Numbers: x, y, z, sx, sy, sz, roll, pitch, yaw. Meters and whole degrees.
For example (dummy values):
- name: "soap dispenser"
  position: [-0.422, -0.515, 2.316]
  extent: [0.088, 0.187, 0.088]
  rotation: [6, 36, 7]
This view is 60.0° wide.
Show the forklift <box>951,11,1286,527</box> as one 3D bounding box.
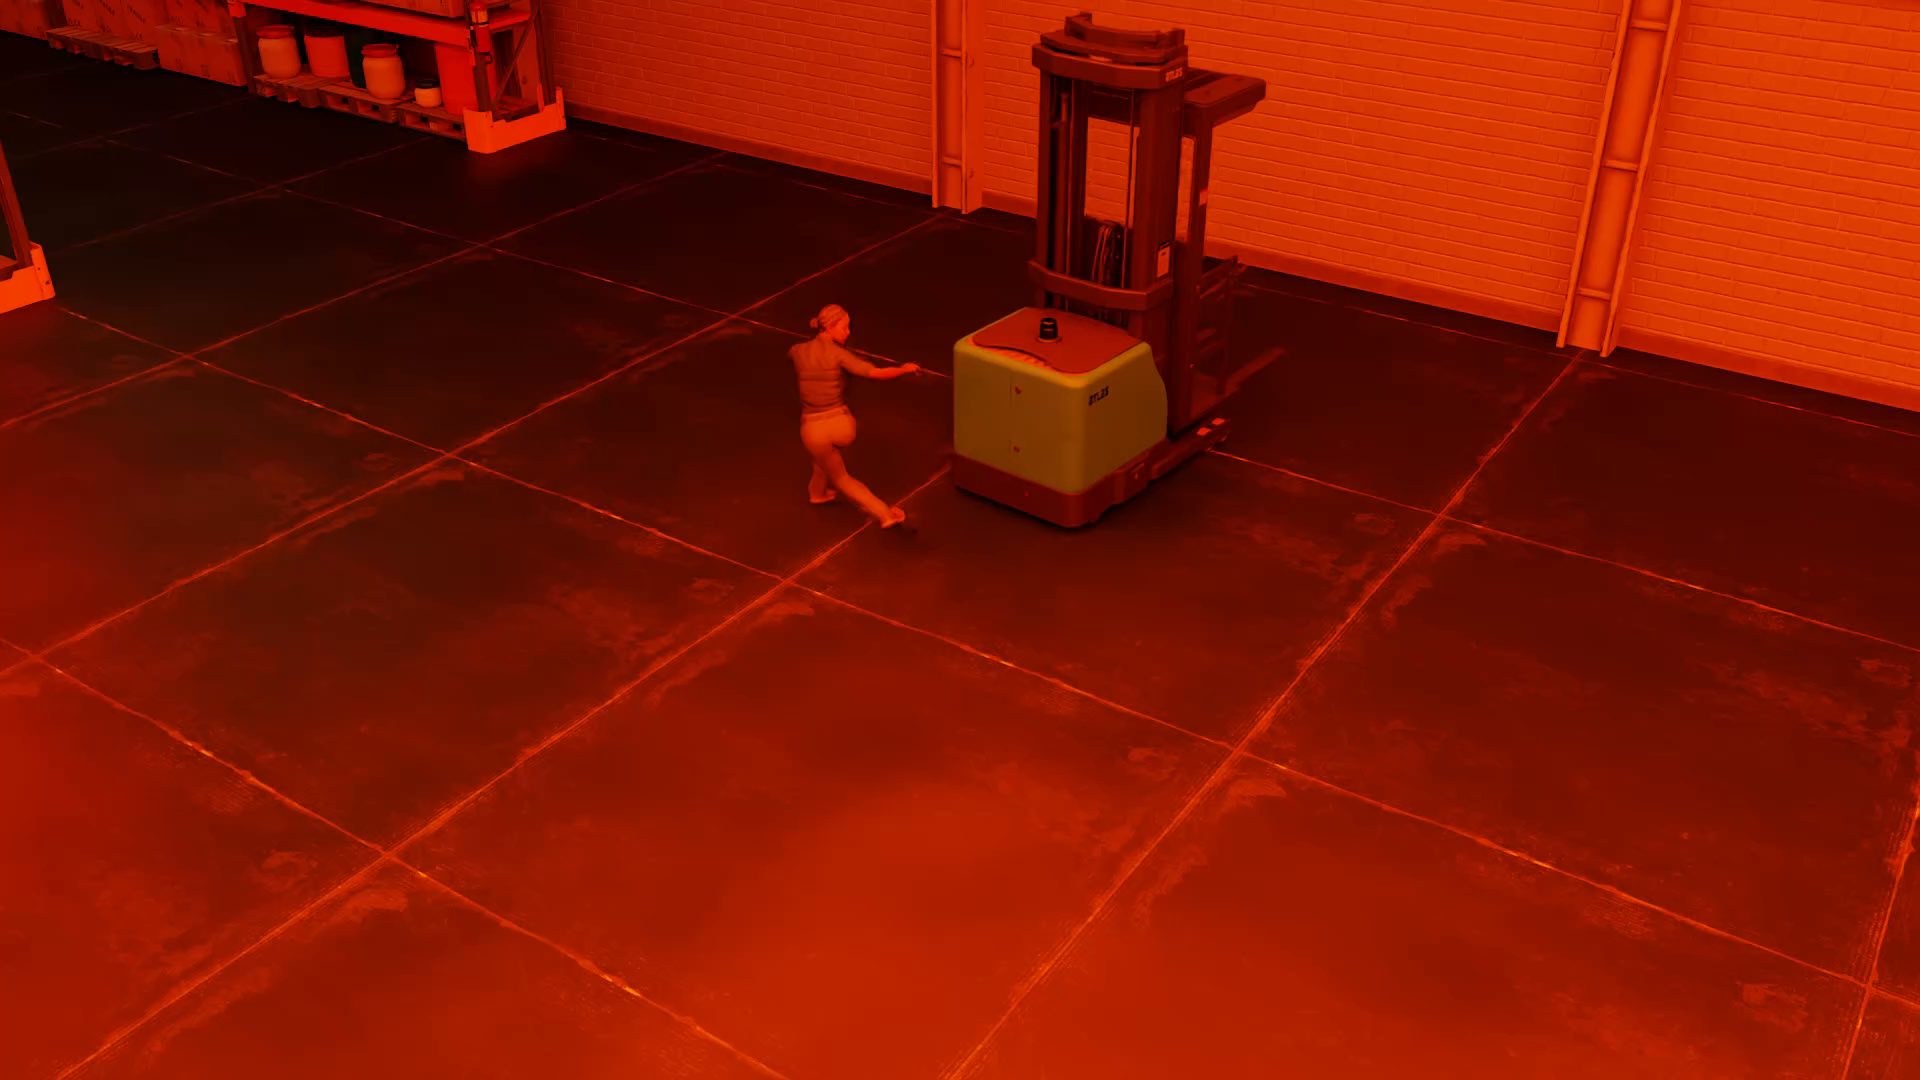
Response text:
- name: "forklift"
  position: [1.254, -2.020, 11.060]
  extent: [1.130, 2.935, 3.031]
  rotation: [22, 37, 33]

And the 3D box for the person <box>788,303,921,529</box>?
- name: "person"
  position: [-0.660, -0.821, 10.549]
  extent: [0.827, 1.449, 1.068]
  rotation: [-3, 30, -5]
